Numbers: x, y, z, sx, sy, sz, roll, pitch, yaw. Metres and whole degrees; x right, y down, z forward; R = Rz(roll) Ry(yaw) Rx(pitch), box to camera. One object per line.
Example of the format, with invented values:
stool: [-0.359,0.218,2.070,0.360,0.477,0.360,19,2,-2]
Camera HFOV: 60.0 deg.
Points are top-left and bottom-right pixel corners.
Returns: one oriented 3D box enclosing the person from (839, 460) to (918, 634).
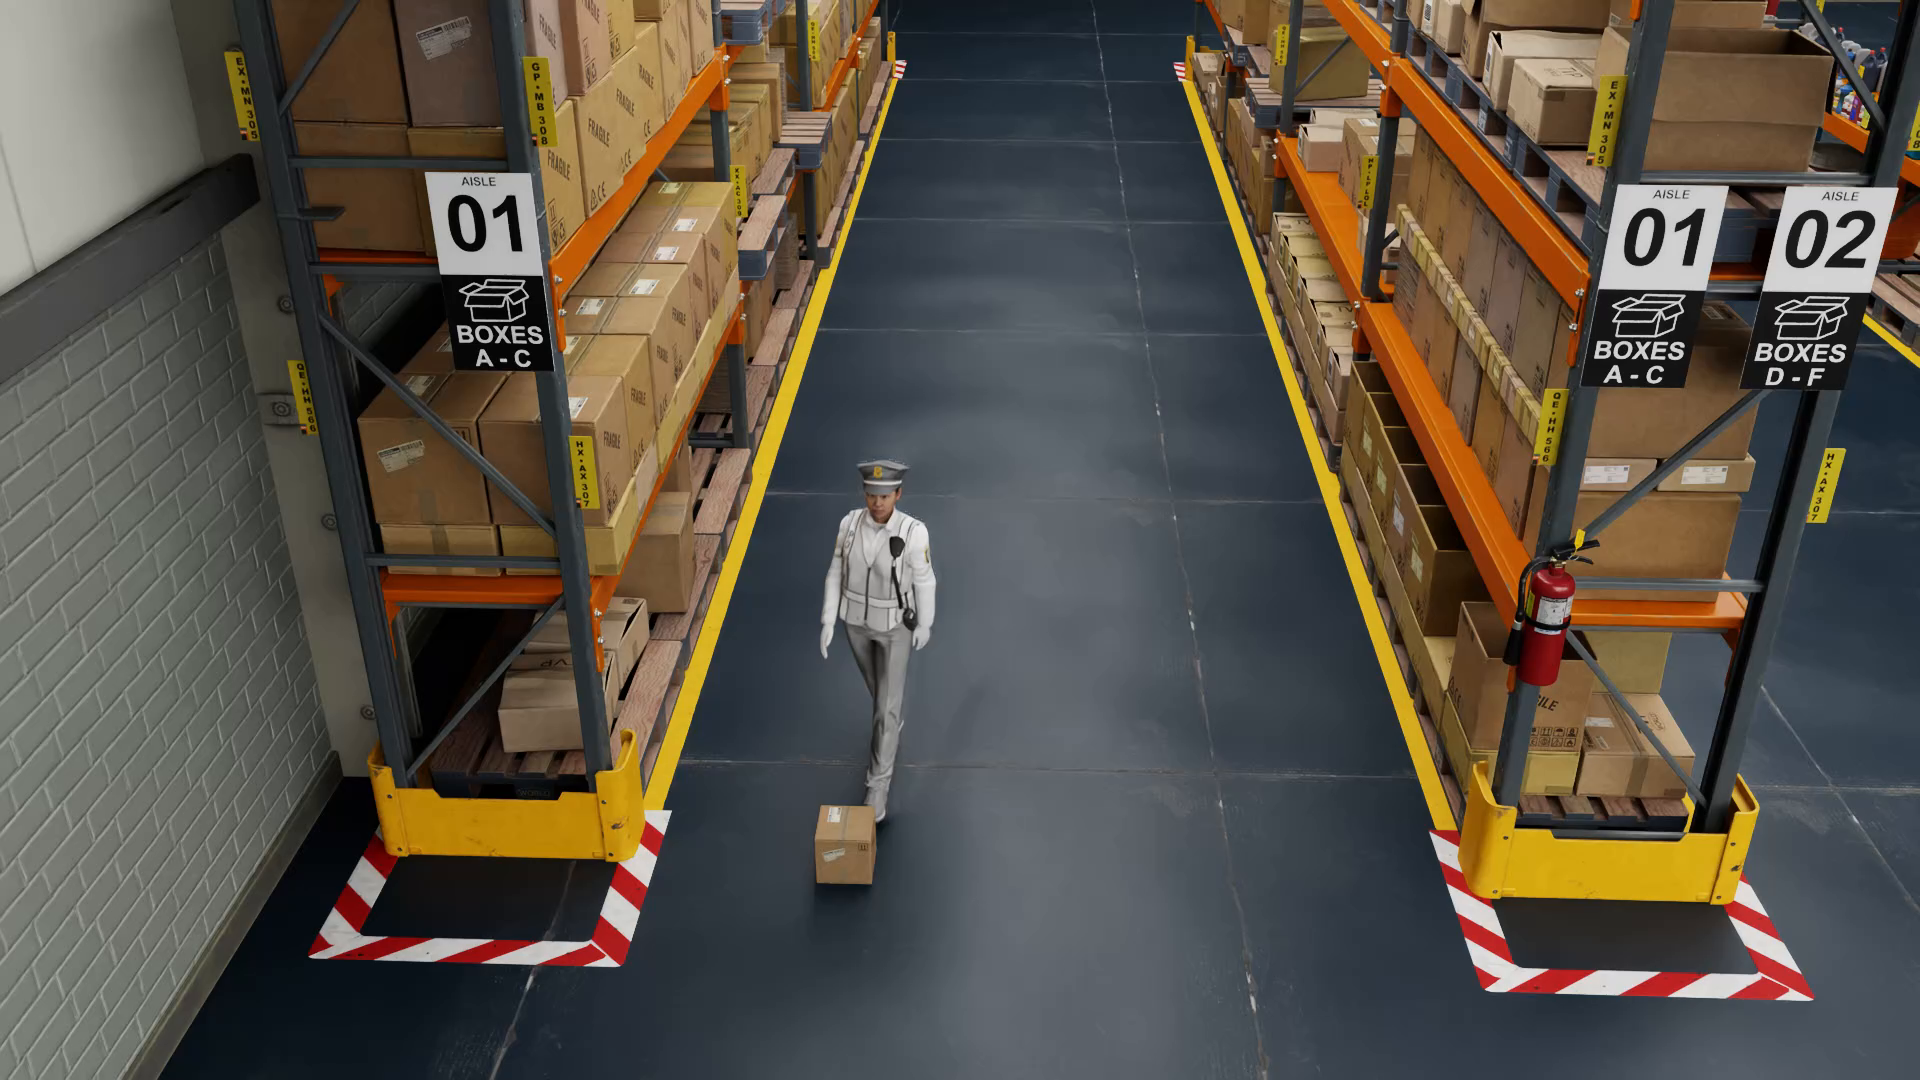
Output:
person: [-0.363,0.006,7.696,0.362,0.831,0.349,11,30,20]
